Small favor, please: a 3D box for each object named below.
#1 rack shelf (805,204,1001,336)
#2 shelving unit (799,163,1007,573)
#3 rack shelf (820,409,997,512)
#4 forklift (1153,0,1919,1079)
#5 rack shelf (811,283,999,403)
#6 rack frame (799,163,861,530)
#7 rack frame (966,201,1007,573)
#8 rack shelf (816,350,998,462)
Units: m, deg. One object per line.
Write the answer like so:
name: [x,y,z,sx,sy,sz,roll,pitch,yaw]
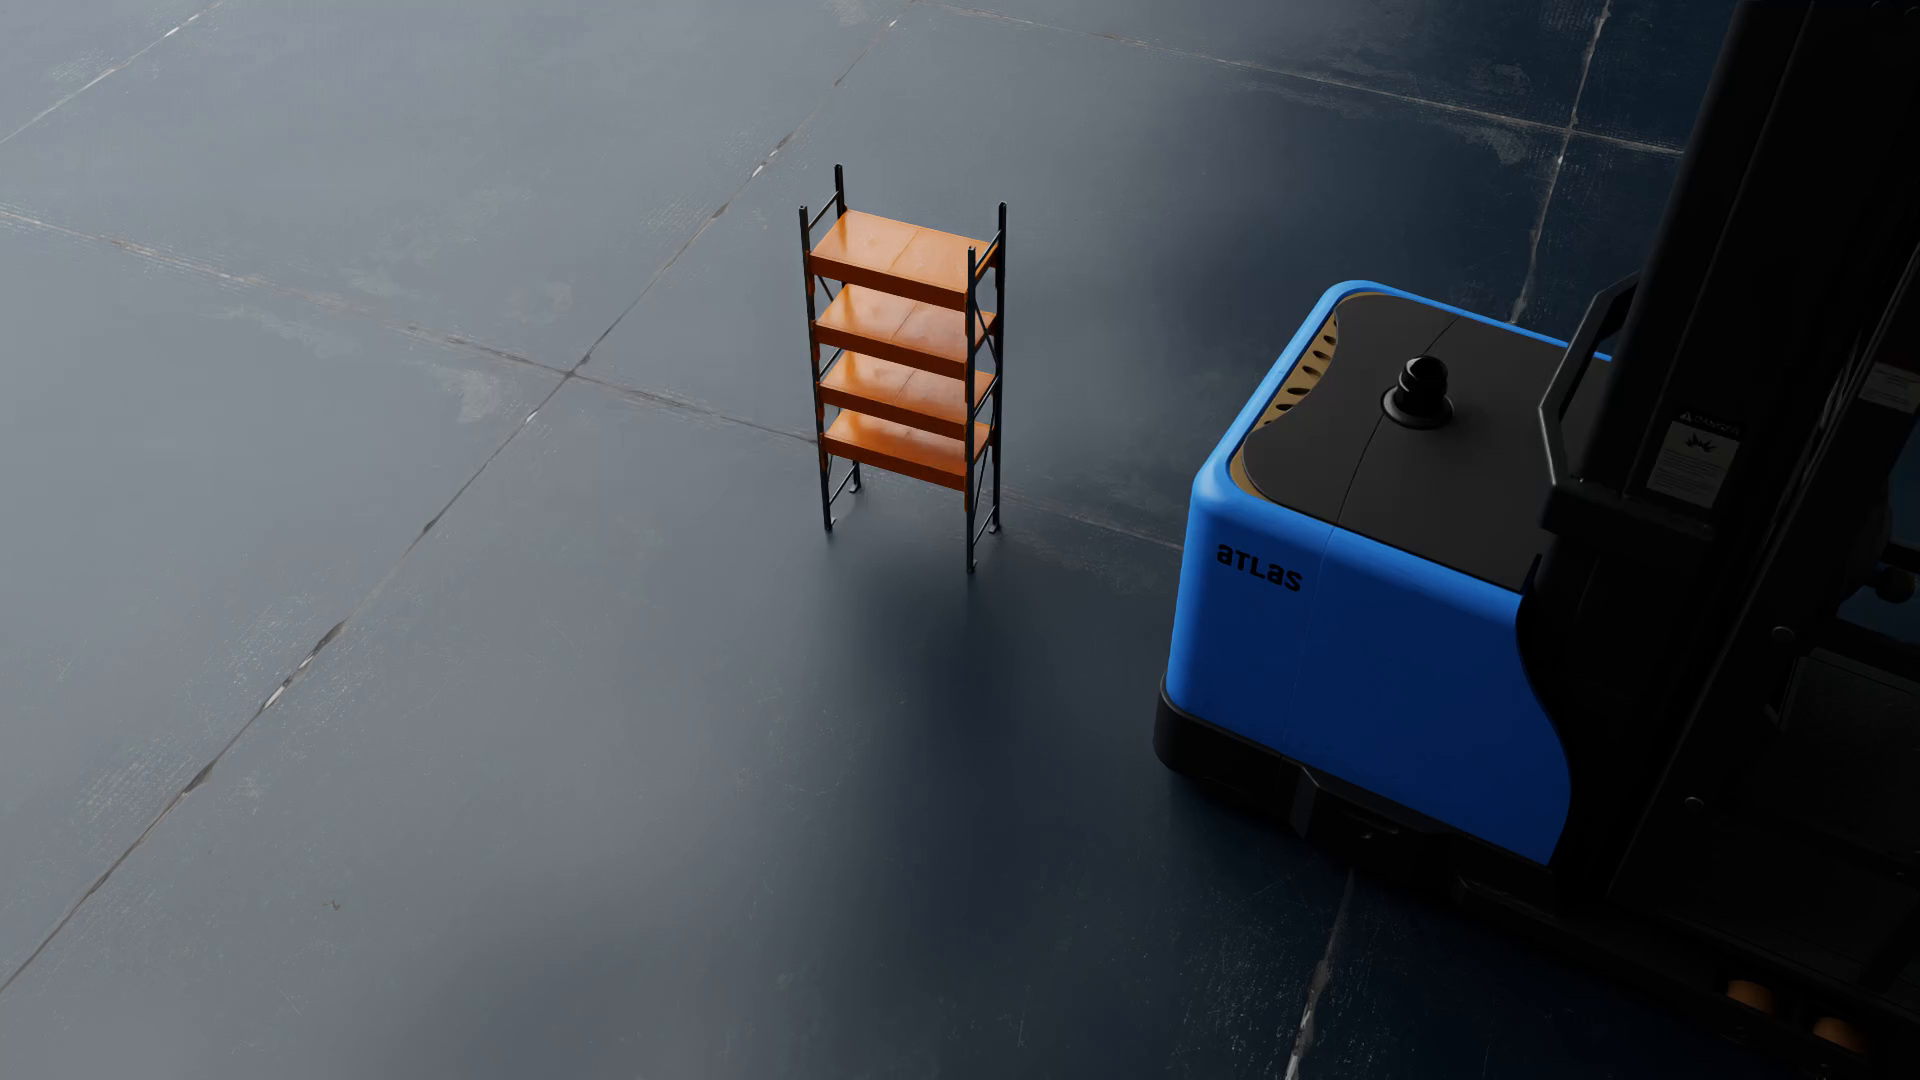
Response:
rack shelf: [-0.153,-0.749,4.595,0.480,0.148,0.258,16,47,16]
shelving unit: [-0.153,-0.470,4.872,0.503,1.200,0.258,16,47,16]
rack shelf: [-0.153,-0.282,5.059,0.480,0.148,0.258,16,47,16]
forklift: [2.066,-0.182,3.355,3.031,2.935,1.130,22,49,21]
rack shelf: [-0.153,-0.581,4.762,0.480,0.148,0.258,16,47,16]
rack frame: [-0.378,-0.537,4.939,0.015,1.200,0.240,16,47,16]
rack frame: [0.072,-0.404,4.805,0.015,1.200,0.240,16,47,16]
rack shelf: [-0.153,-0.423,4.919,0.480,0.148,0.258,16,47,16]
